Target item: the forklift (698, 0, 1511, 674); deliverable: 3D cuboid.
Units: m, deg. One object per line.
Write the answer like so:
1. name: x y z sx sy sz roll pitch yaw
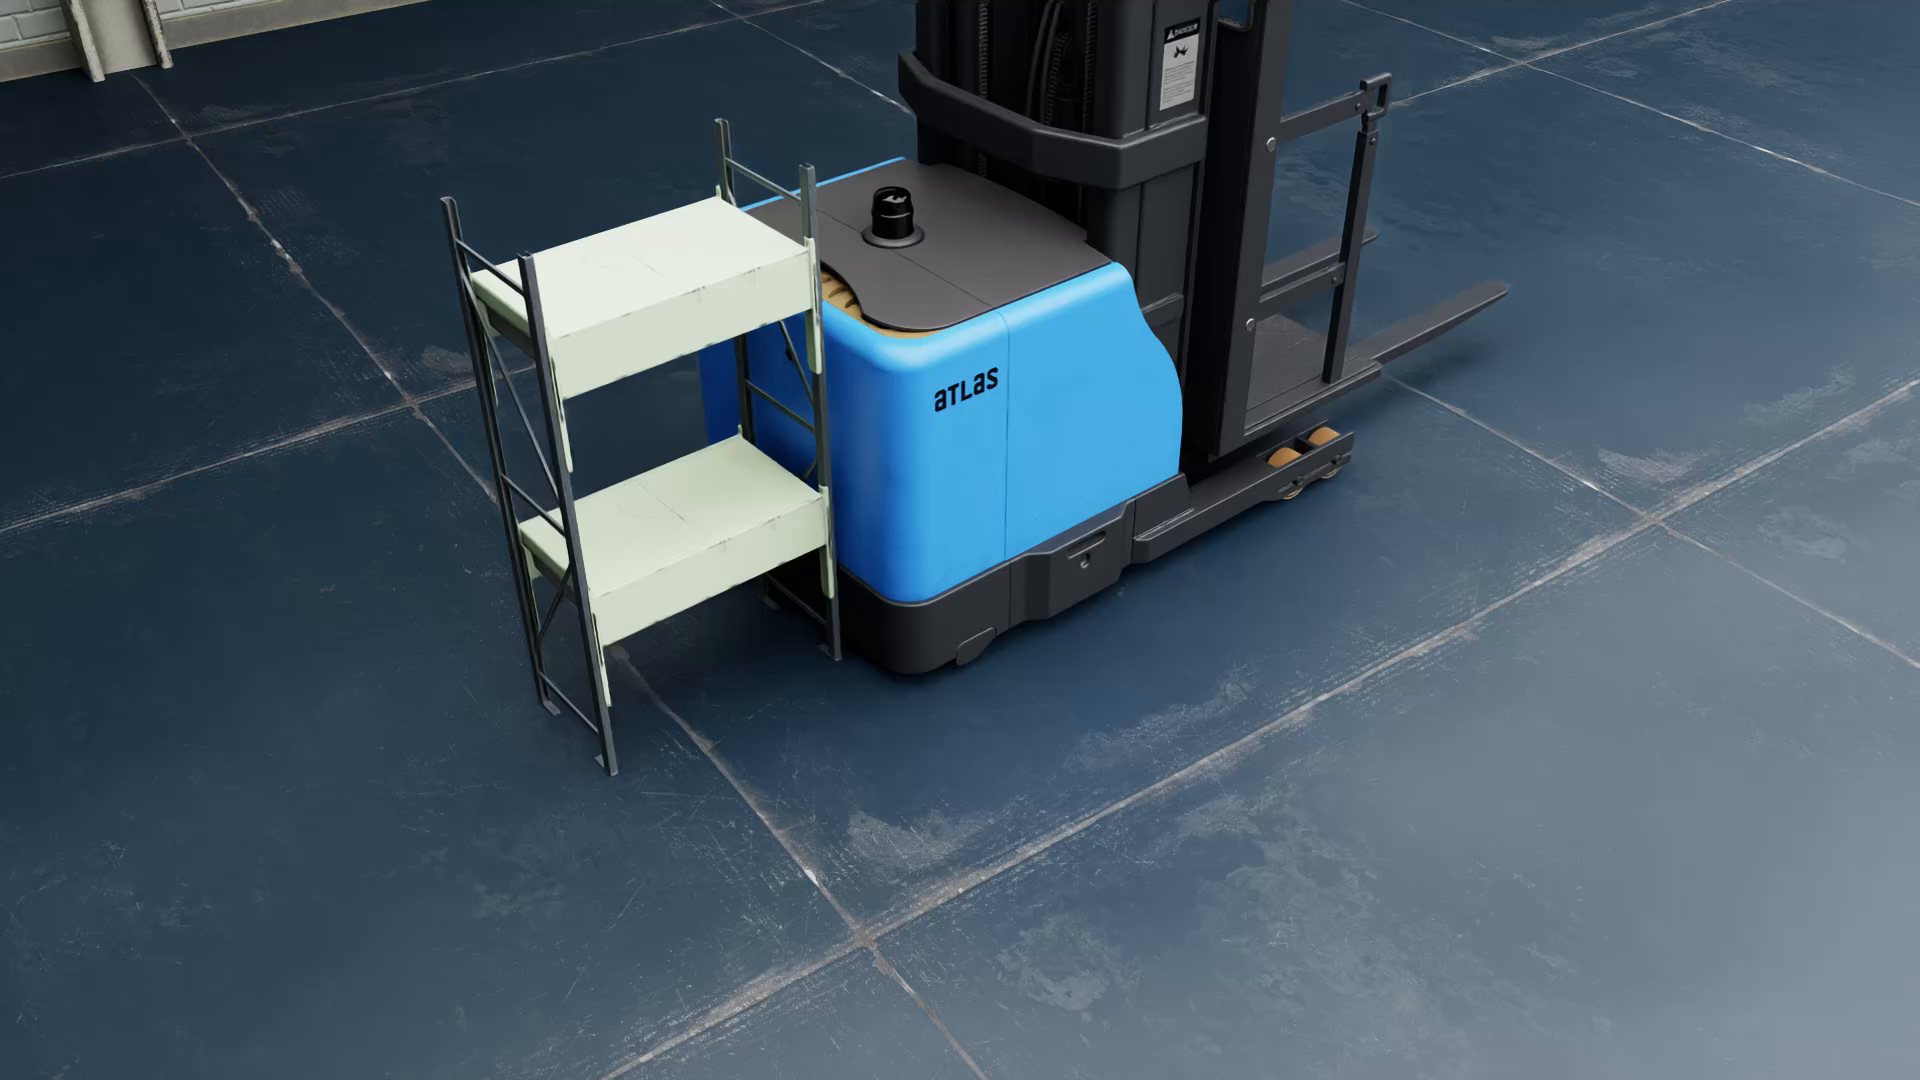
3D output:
1. forklift: 0.675 -1.535 4.874 3.031 2.935 1.130 -26 43 -31

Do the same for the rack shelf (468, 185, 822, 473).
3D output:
1. rack shelf: -0.757 -0.530 4.034 0.720 0.370 0.431 -26 43 -31

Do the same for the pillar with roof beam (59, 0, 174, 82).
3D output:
1. pillar with roof beam: -1.880 -4.080 3.216 0.400 9.000 9.100 -22 41 -28

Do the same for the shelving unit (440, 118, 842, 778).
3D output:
1. shelving unit: -0.757 -0.213 4.262 0.755 1.500 0.431 -26 43 -31

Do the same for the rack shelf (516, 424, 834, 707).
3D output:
1. rack shelf: -0.757 0.051 4.453 0.720 0.370 0.431 -26 43 -31

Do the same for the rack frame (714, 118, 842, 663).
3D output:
1. rack frame: -0.476 -0.351 4.453 0.023 1.500 0.400 -26 43 -31

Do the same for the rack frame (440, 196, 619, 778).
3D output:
1. rack frame: -1.038 -0.076 4.072 0.023 1.500 0.400 -26 43 -31
